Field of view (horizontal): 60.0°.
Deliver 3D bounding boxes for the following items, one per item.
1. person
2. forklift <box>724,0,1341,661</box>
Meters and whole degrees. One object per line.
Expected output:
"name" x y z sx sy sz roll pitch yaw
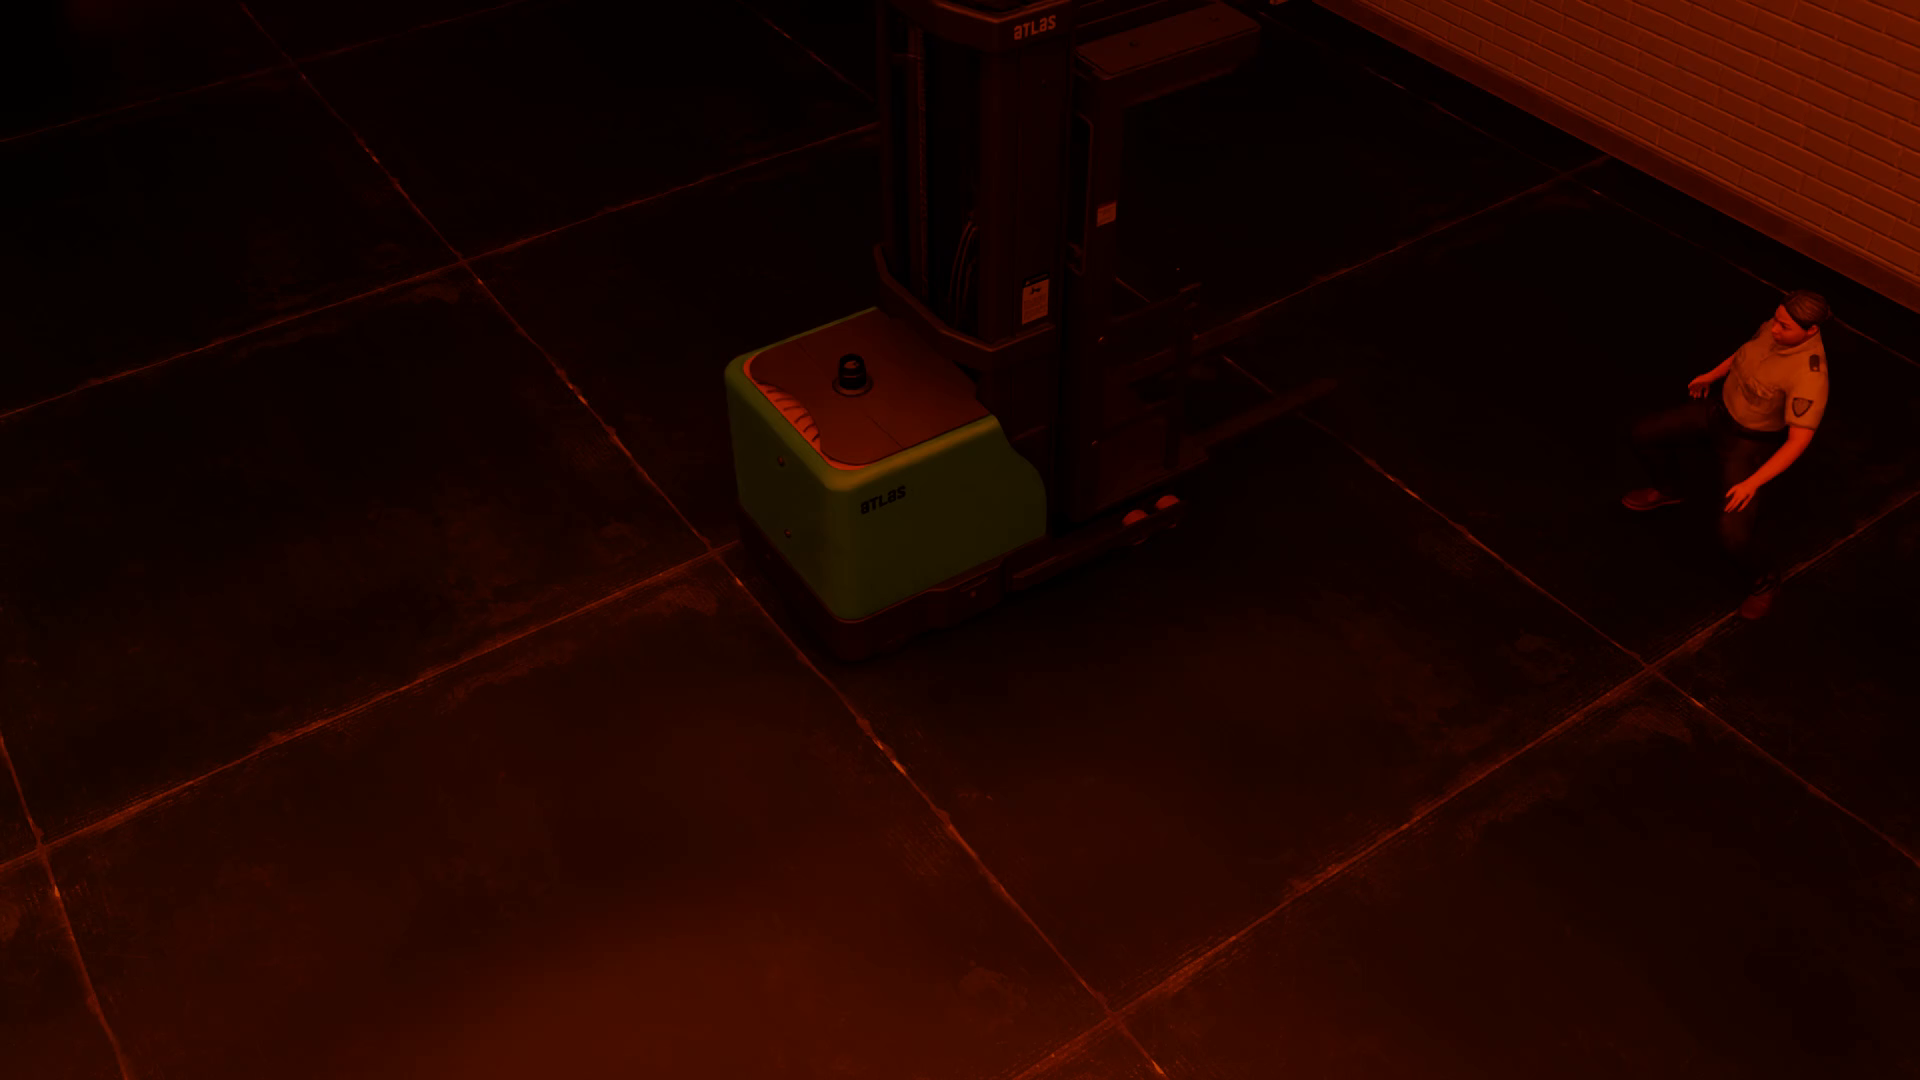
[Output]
"person" 3.422 -0.450 7.267 0.645 1.539 0.887 0 43 0
"forklift" 0.482 -1.332 7.161 3.031 2.935 1.130 -24 48 -24
